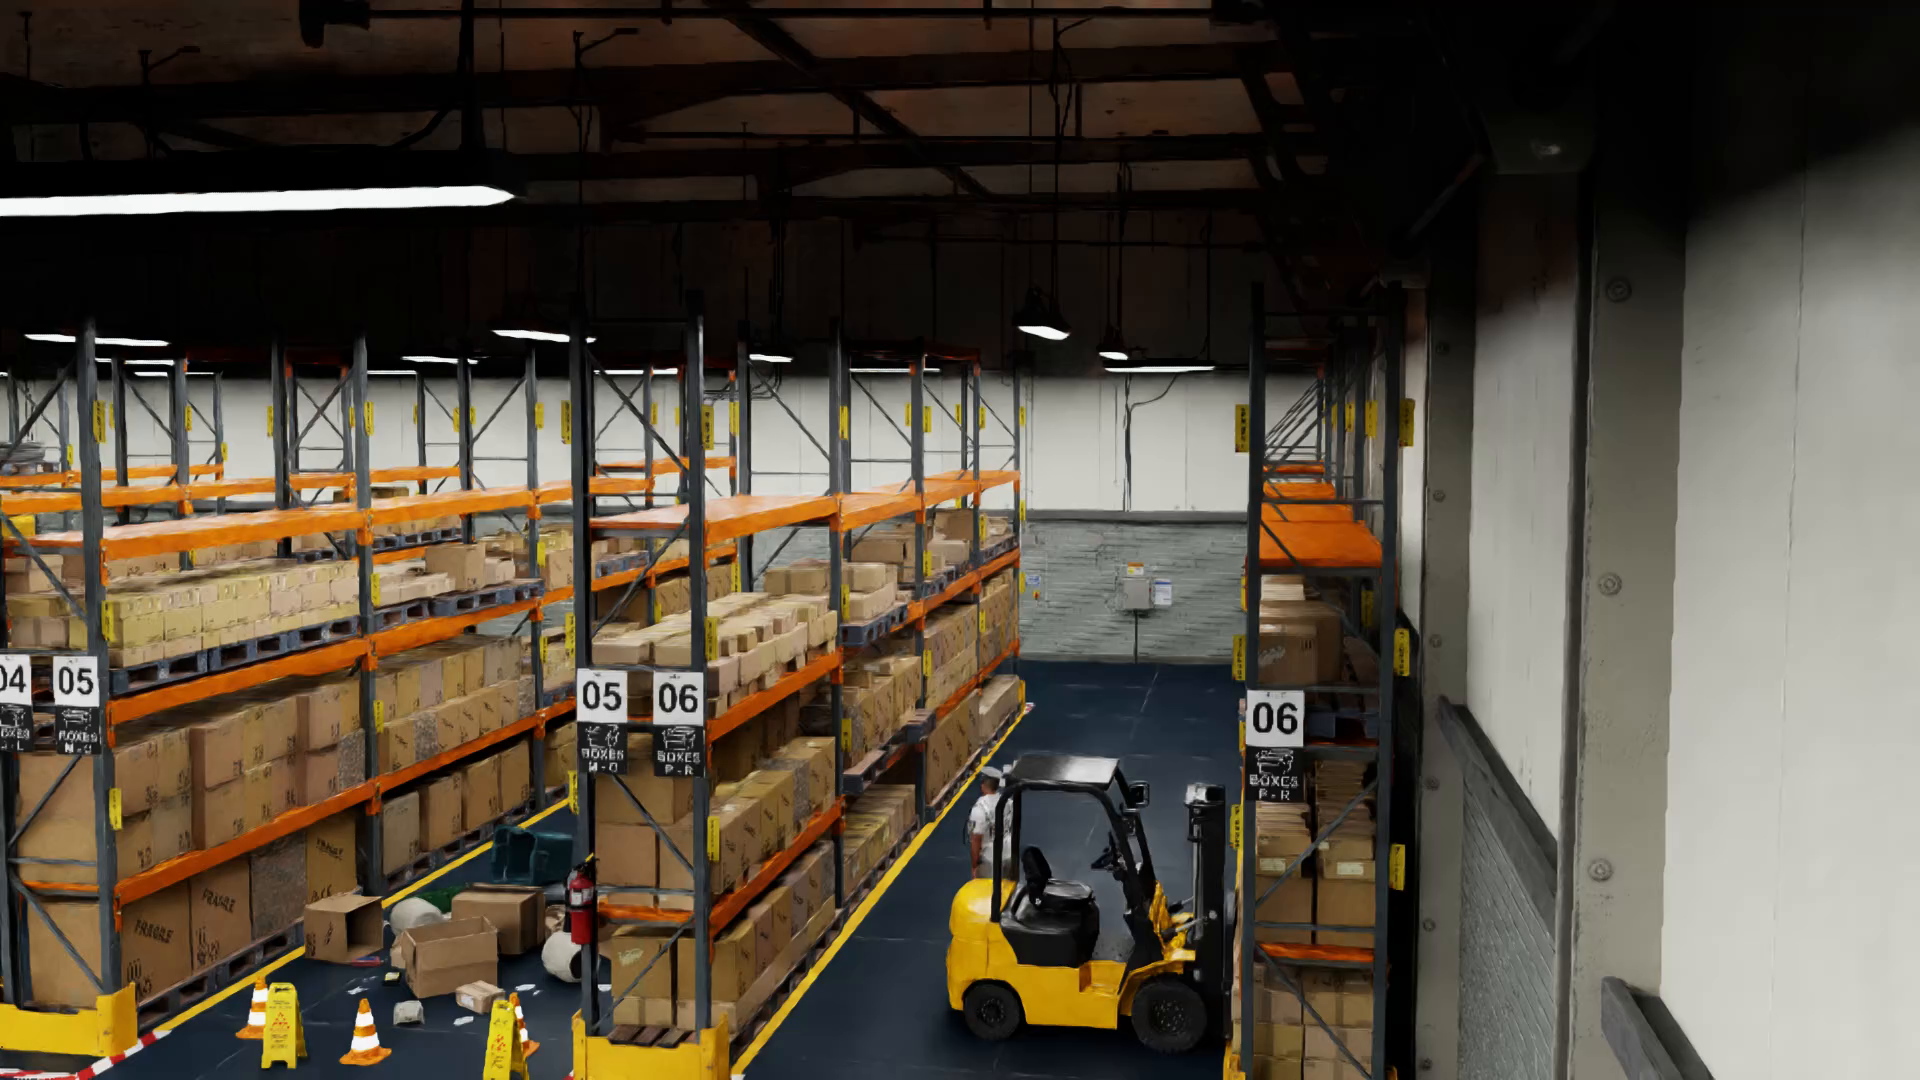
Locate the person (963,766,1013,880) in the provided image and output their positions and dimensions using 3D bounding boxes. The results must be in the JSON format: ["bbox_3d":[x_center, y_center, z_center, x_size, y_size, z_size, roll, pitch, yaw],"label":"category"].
[{"bbox_3d":[0.248,3.018,15.689,0.501,1.758,0.588,4,6,40],"label":"person"}]
